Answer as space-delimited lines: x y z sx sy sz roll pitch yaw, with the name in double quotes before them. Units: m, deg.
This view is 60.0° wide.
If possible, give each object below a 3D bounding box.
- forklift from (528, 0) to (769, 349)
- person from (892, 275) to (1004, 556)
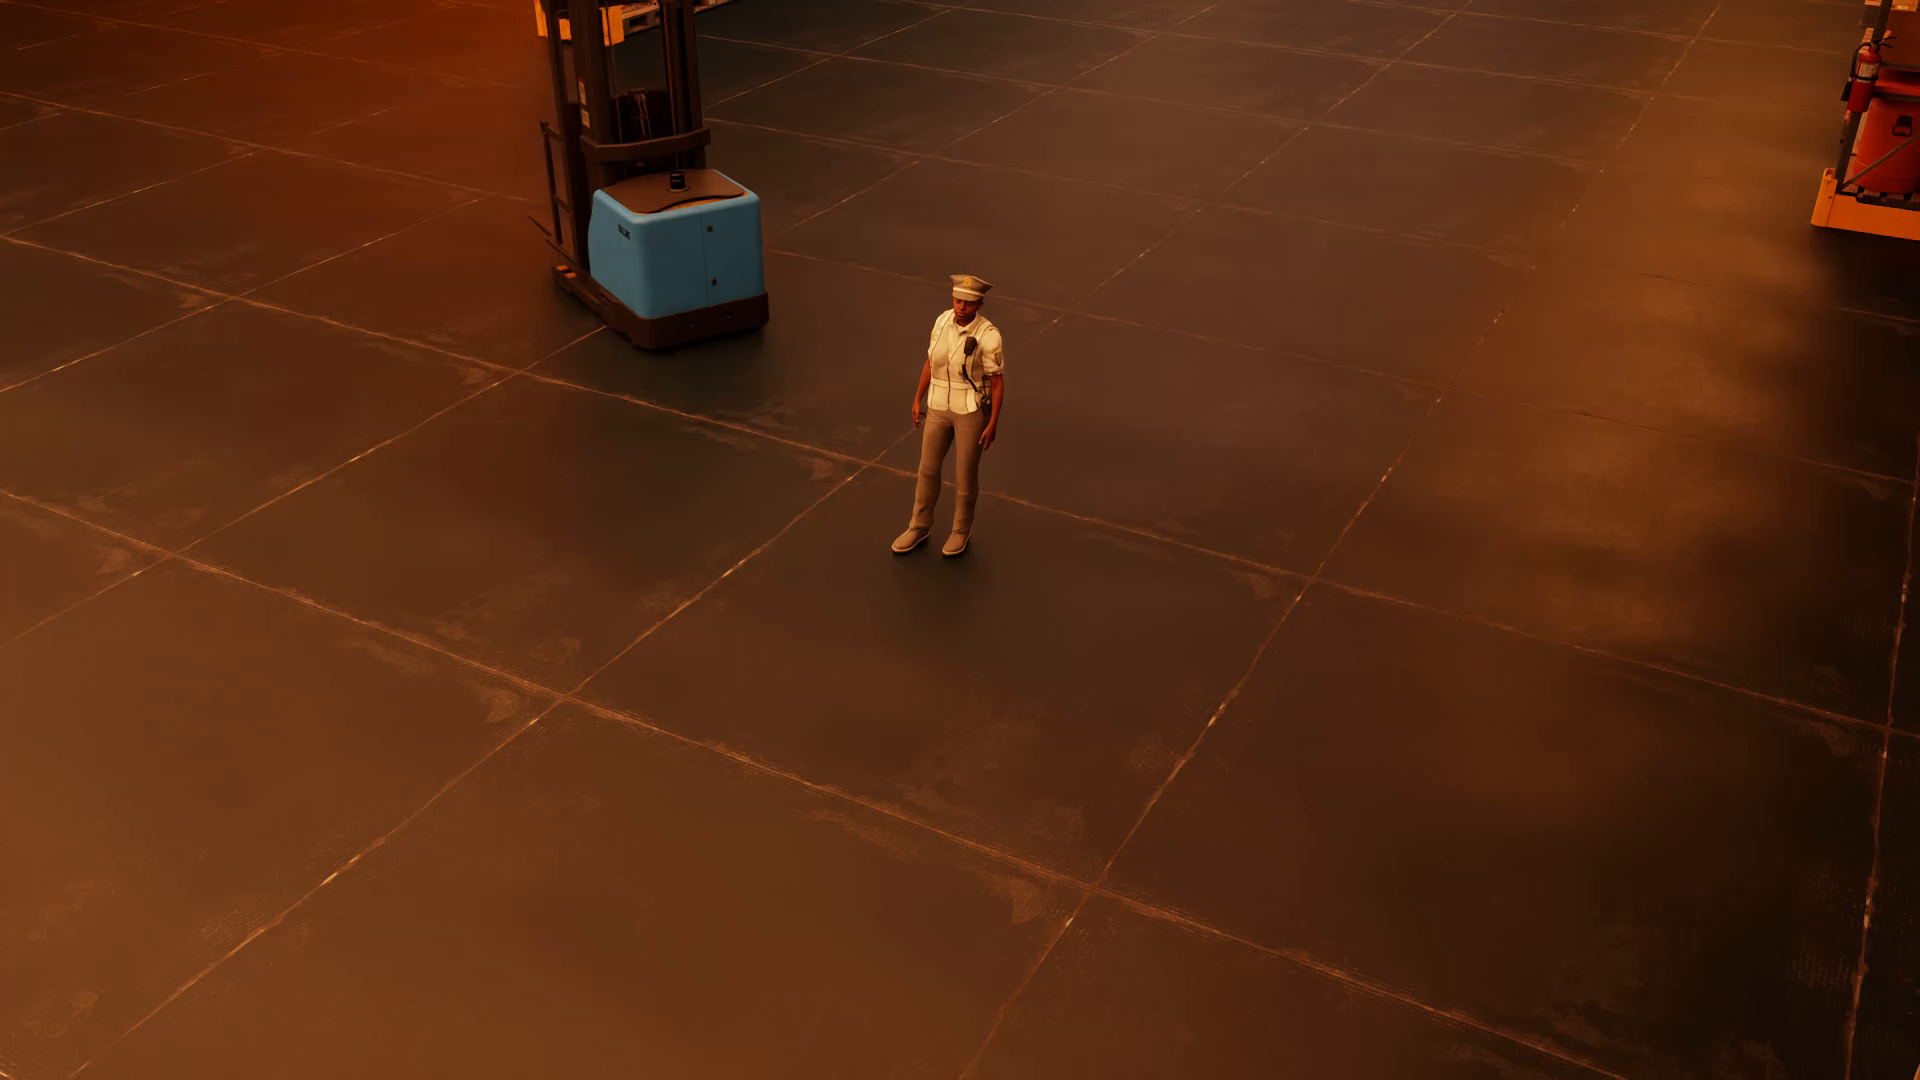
"forklift" -2.678 -3.378 12.923 1.130 2.935 3.031 -18 34 -28
"person" -0.054 -0.711 9.528 0.569 1.692 0.530 15 33 25
